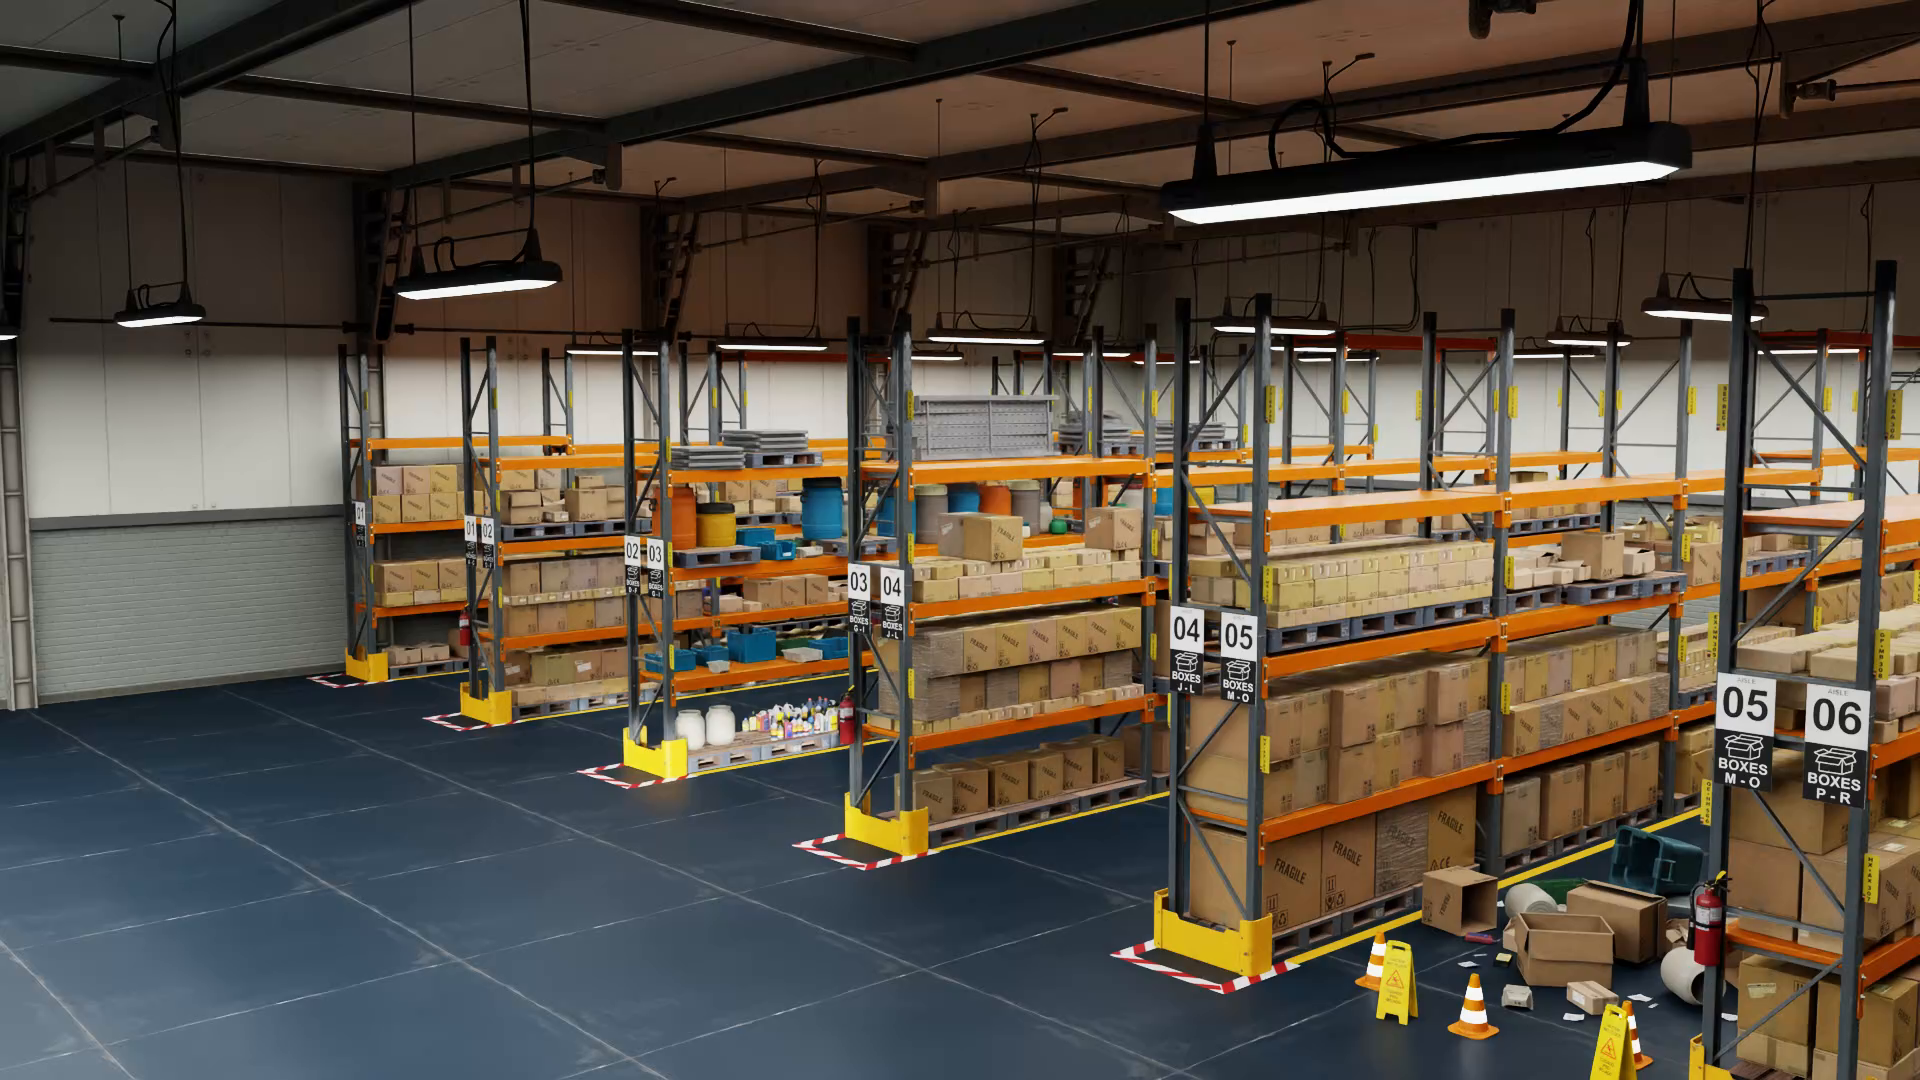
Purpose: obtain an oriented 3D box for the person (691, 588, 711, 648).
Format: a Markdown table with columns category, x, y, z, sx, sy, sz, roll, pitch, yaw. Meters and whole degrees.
| category | x | y | z | sx | sy | sz | roll | pitch | yaw |
| --- | --- | --- | --- | --- | --- | --- | --- | --- | --- |
| person | -5.142 | 1.436 | 32.674 | 0.540 | 1.641 | 0.554 | 5 | 7 | 41 |
